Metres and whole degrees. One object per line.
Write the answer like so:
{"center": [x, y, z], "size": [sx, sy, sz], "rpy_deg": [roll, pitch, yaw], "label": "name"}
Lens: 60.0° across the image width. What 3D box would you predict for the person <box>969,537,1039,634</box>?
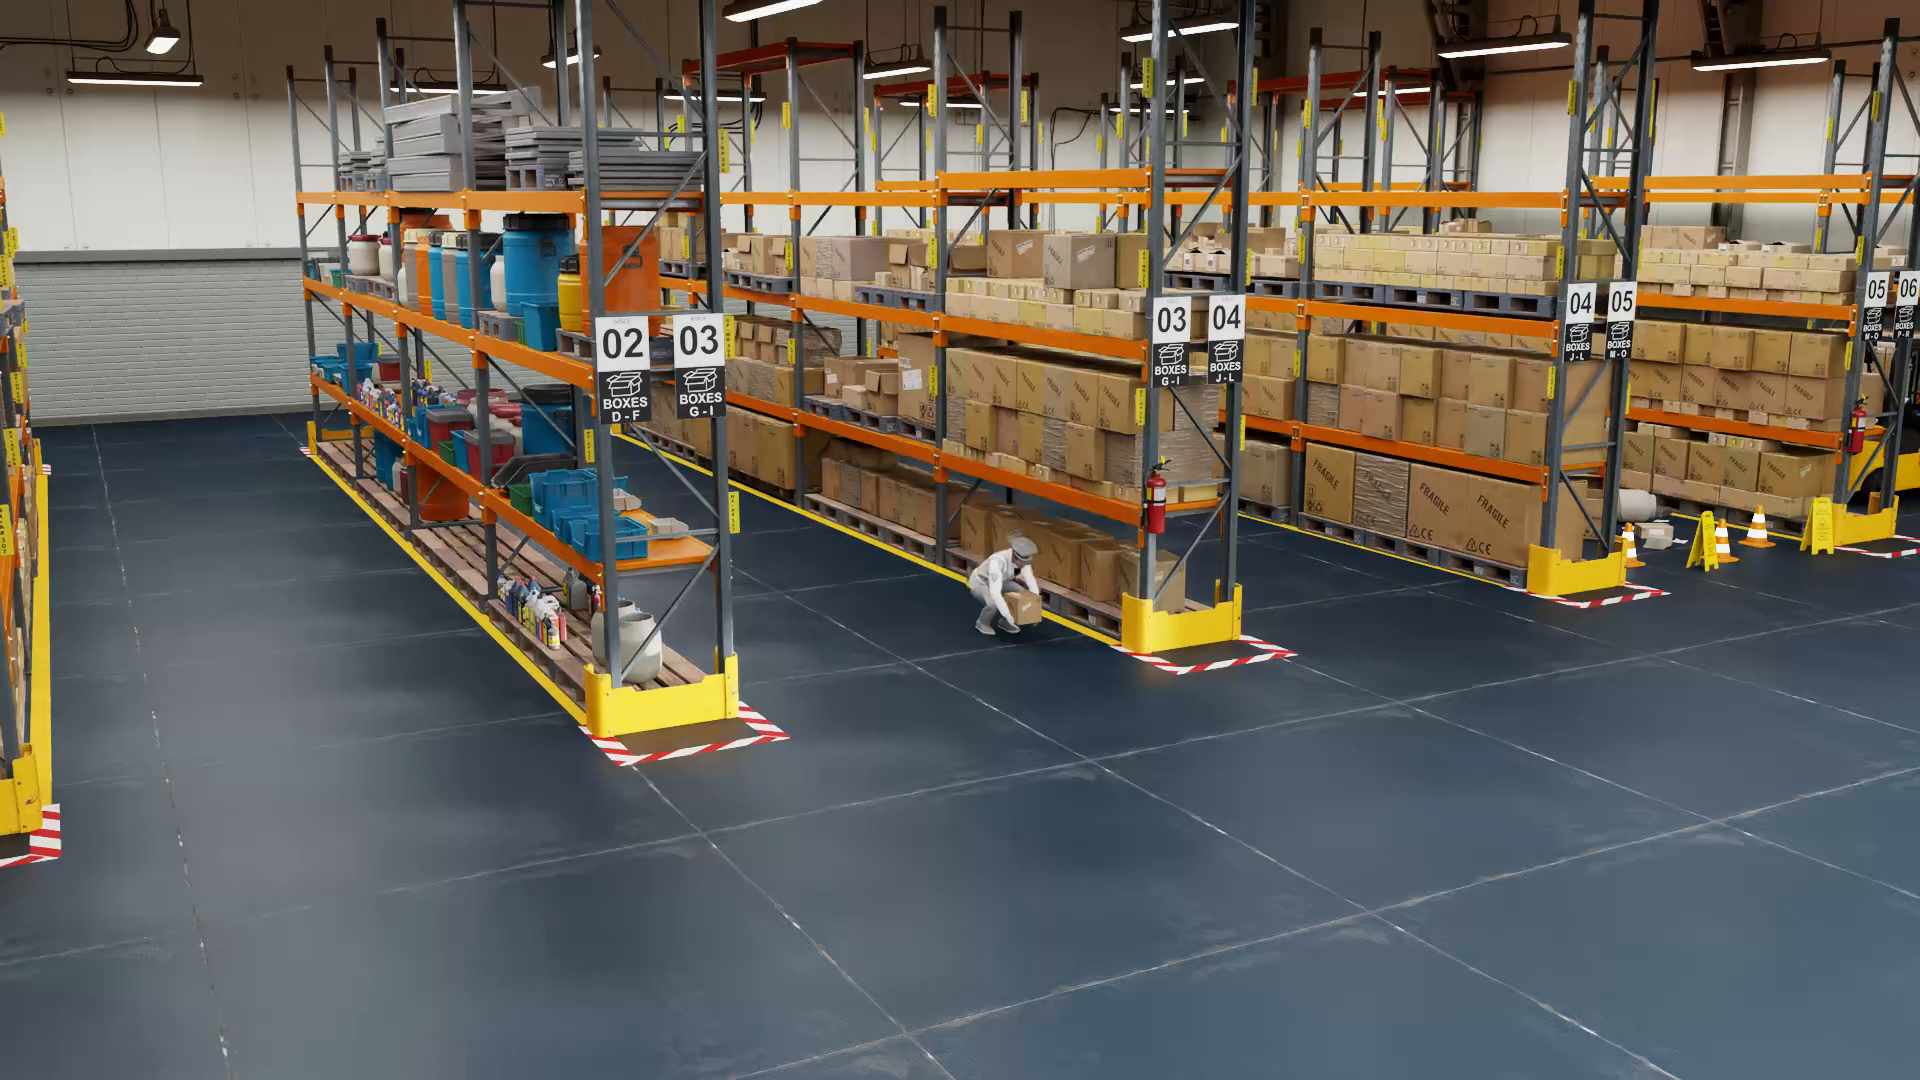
{"center": [0.425, 0.421, 15.684], "size": [0.507, 0.961, 0.820], "rpy_deg": [-7, 13, -29], "label": "person"}
